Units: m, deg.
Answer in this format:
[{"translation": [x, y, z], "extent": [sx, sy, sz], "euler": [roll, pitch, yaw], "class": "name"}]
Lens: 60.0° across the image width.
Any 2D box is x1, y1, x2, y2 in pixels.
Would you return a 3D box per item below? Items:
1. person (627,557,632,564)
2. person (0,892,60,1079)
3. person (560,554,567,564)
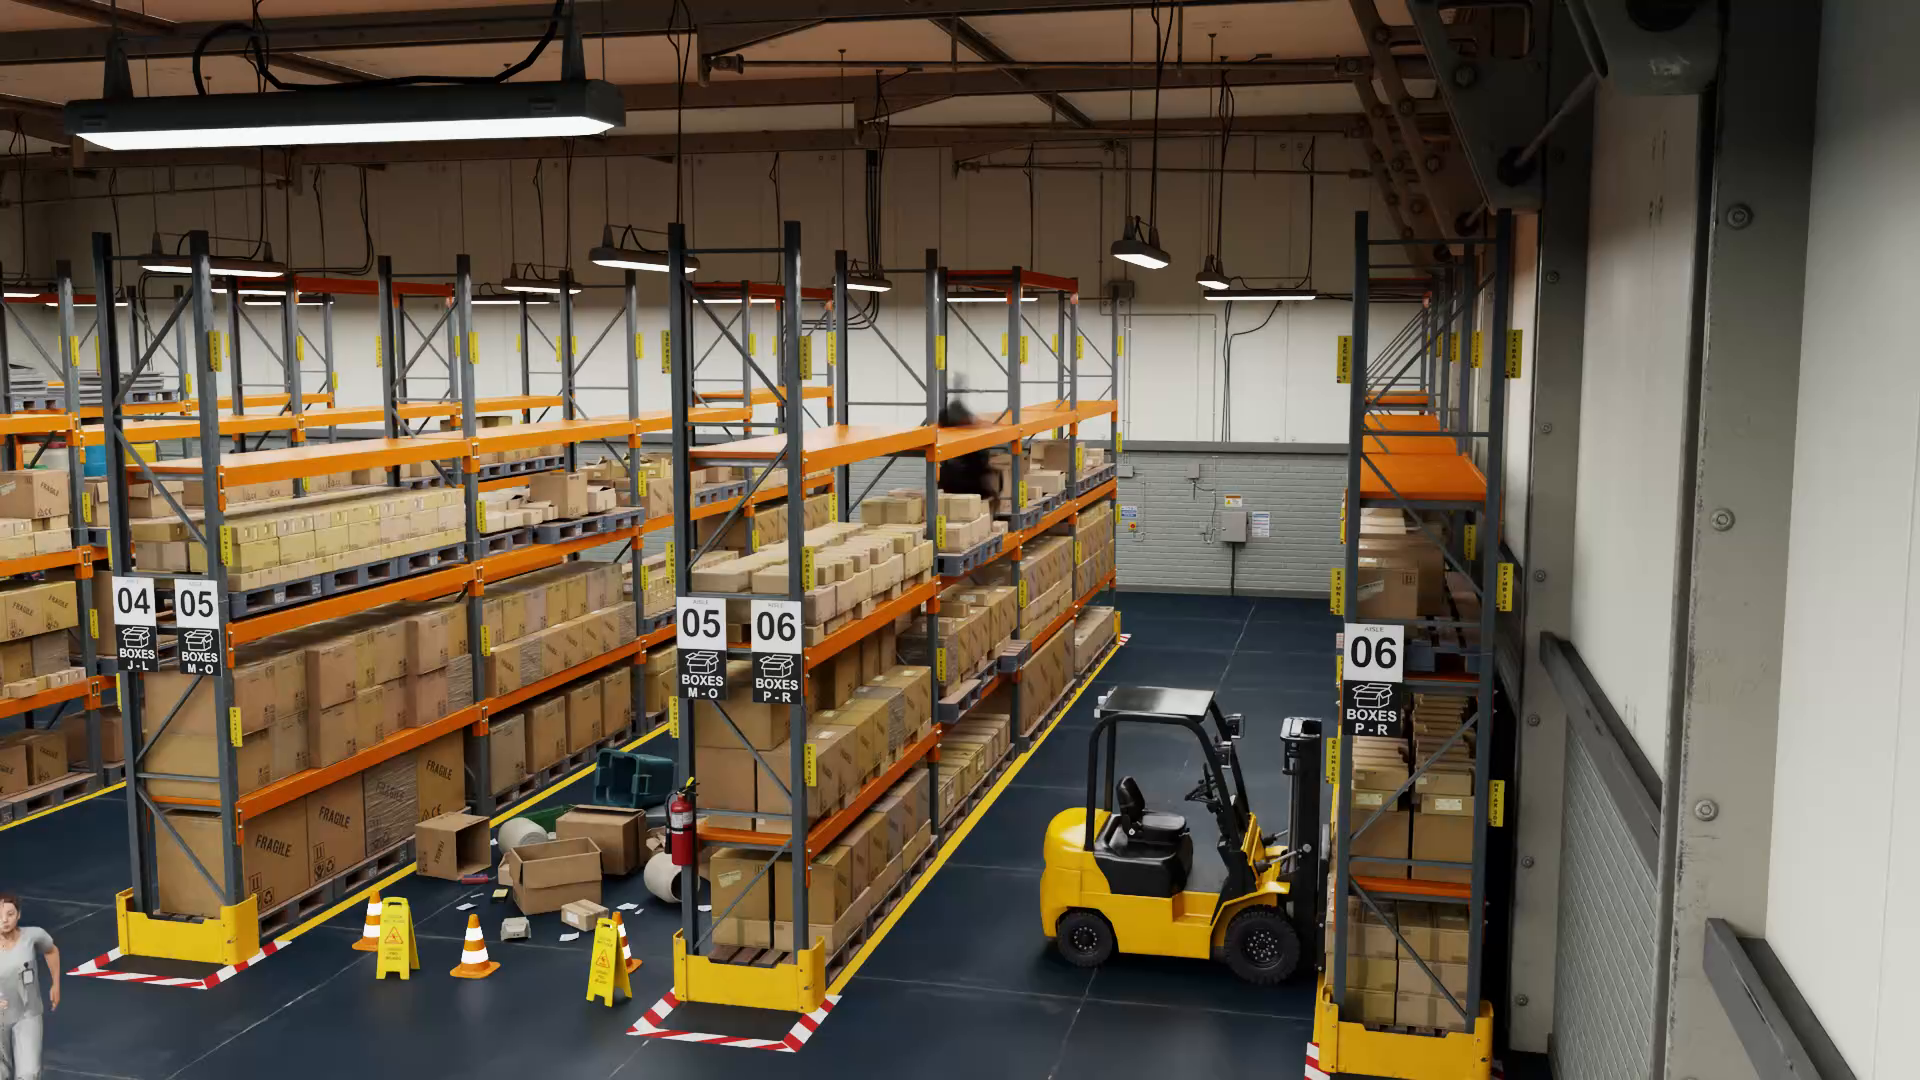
[{"translation": [-5.208, 1.086, 26.822], "extent": [0.588, 1.670, 0.931], "euler": [3, 7, 20], "class": "person"}, {"translation": [-6.024, 3.054, 10.572], "extent": [0.583, 1.698, 0.853], "euler": [-5, 8, -33], "class": "person"}, {"translation": [-6.430, 1.006, 27.441], "extent": [0.518, 1.709, 0.861], "euler": [1, 7, 5], "class": "person"}]
